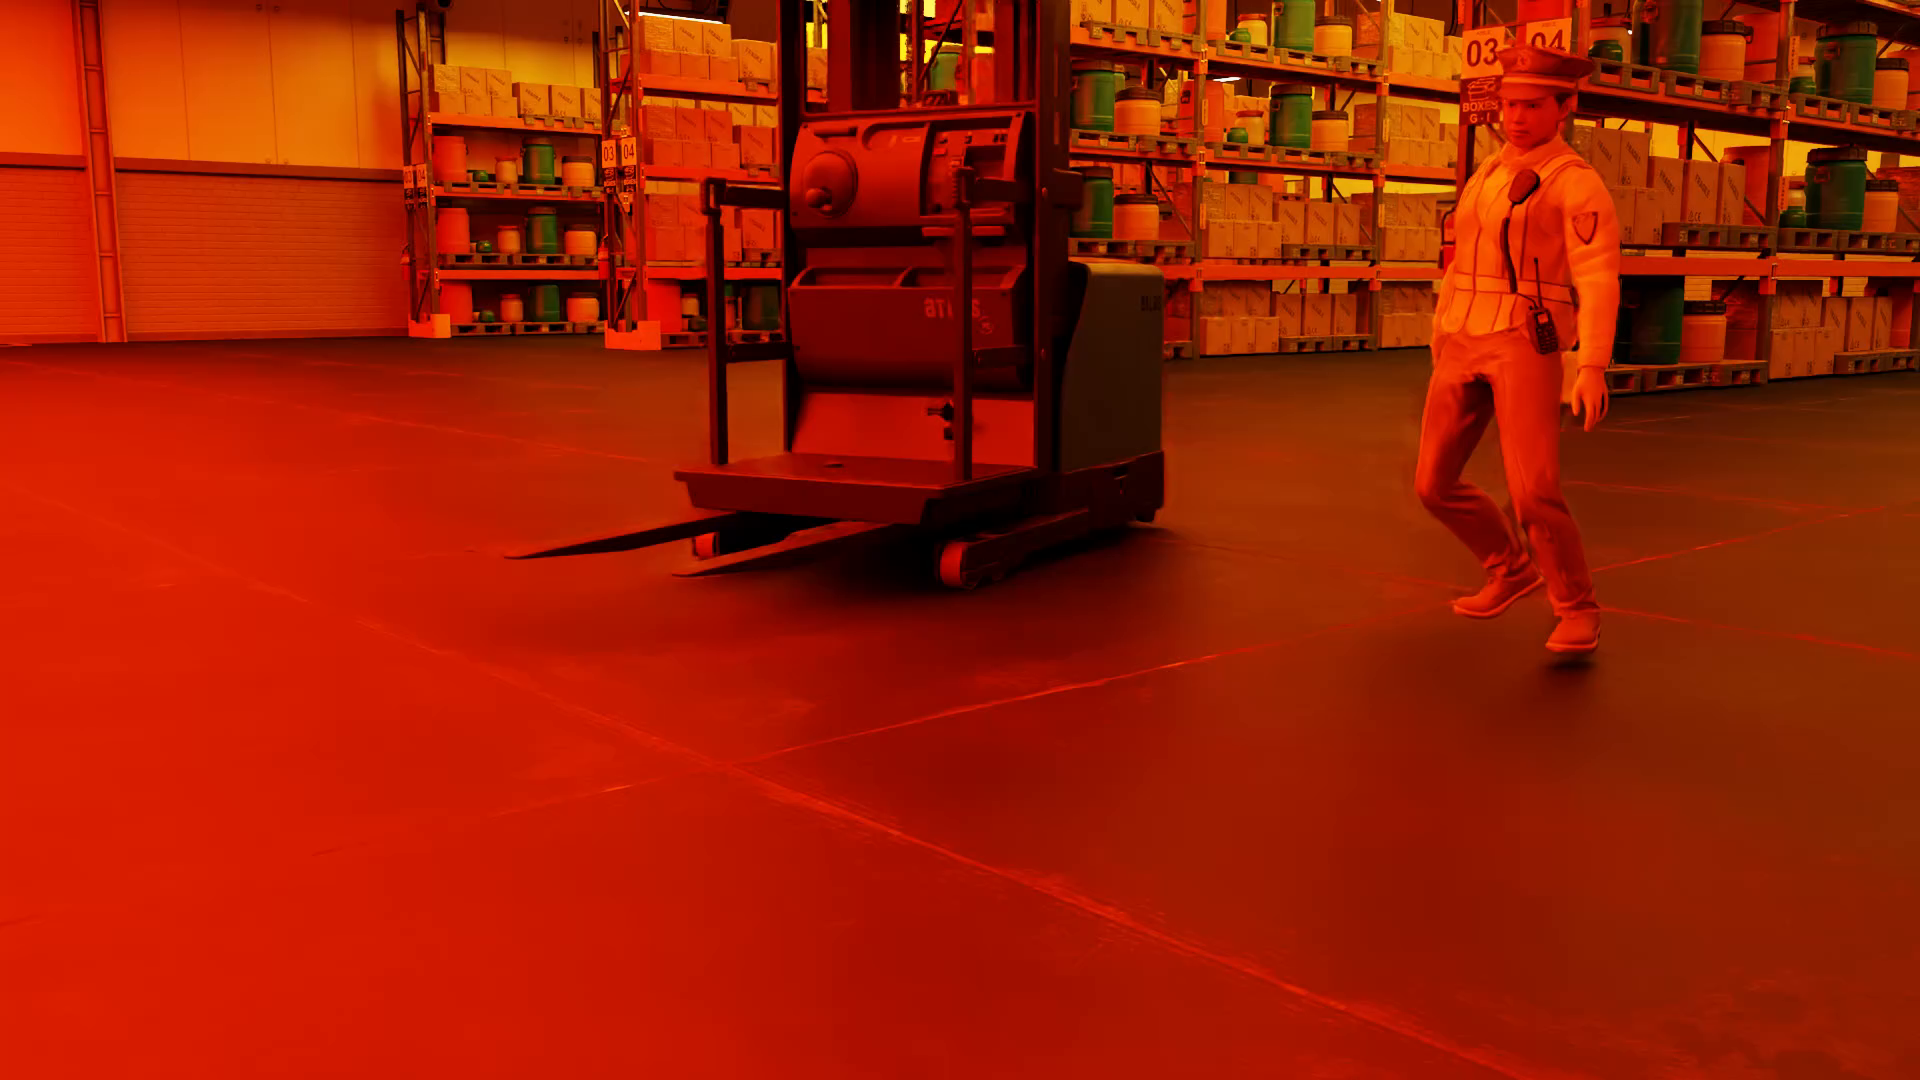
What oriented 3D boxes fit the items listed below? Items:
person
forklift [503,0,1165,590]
[{"bbox_3d":[1.553,-0.531,4.613,0.449,1.580,0.796,-3,9,-20],"label":"person"},{"bbox_3d":[-0.297,-1.361,5.750,1.130,2.935,3.031,5,10,28],"label":"forklift"}]
